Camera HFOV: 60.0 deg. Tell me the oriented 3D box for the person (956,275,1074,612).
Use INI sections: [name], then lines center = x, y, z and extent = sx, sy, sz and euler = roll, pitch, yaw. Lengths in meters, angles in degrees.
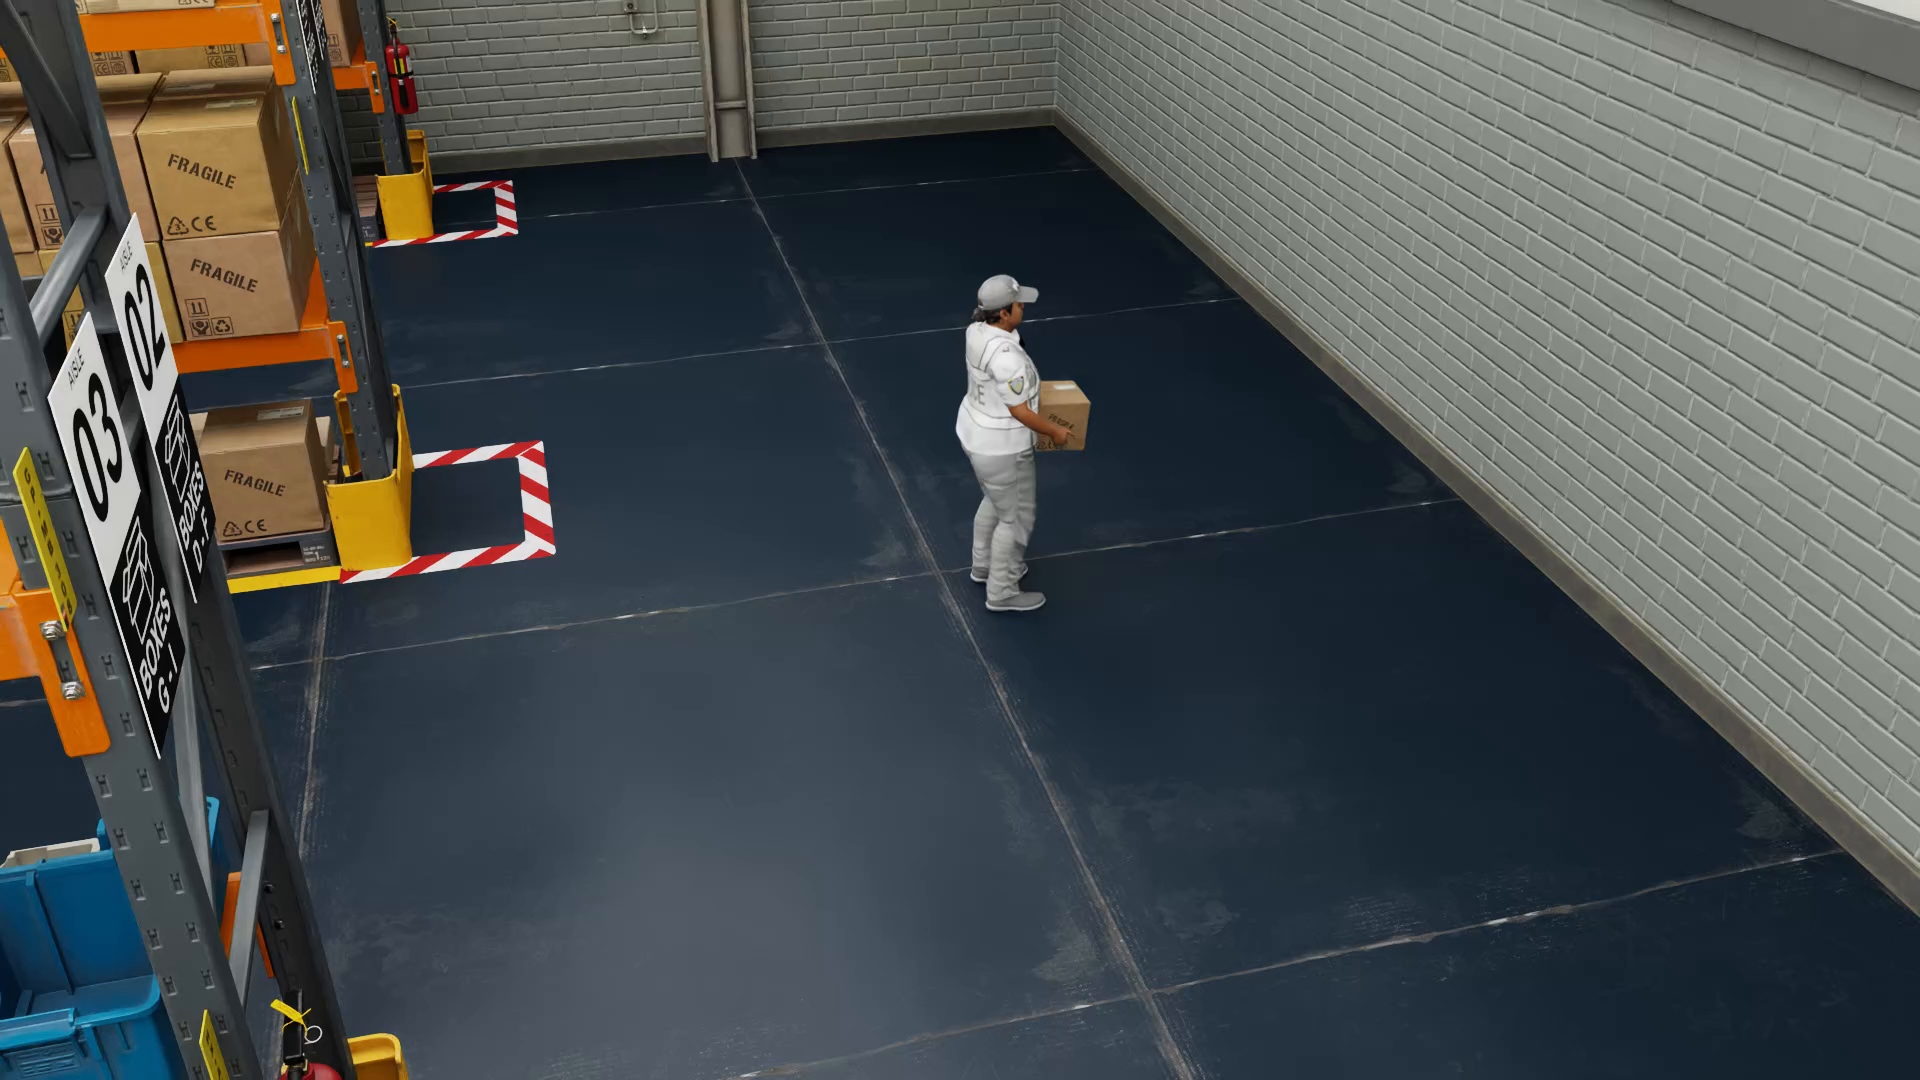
[person]
center = 0.255, -0.475, 7.930
extent = 0.523, 1.668, 0.480
euler = -8, 31, -14
